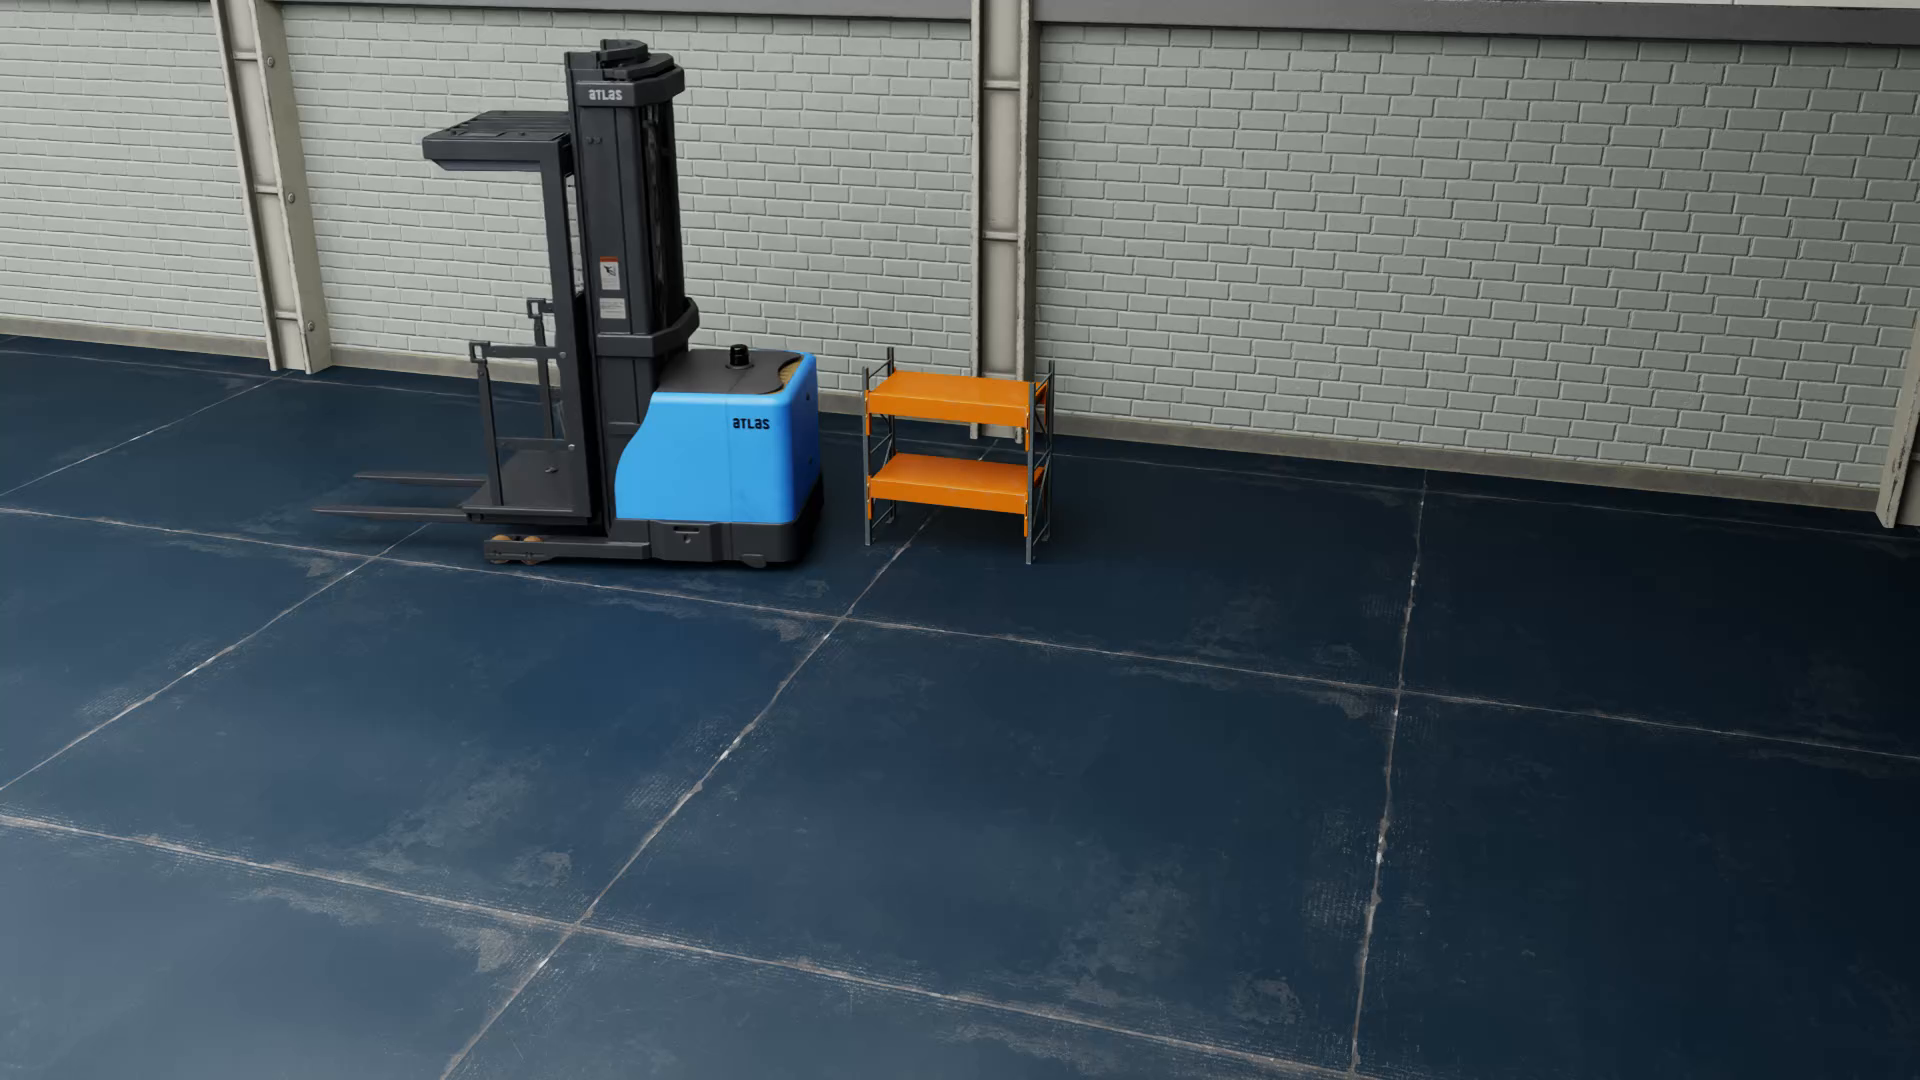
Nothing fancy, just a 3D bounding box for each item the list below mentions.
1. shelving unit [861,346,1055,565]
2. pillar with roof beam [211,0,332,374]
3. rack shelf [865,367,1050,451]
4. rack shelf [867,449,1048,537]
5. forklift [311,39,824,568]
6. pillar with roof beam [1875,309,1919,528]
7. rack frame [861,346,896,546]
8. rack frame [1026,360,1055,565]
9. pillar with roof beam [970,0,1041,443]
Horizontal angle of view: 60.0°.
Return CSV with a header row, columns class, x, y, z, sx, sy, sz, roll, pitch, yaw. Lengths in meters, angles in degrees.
class,x,y,z,sx,sy,sz,roll,pitch,yaw
shelving unit,-0.006,-0.521,10.058,1.048,1.125,0.538,7,23,16
pillar with roof beam,-6.681,-4.029,8.236,0.400,9.000,9.100,7,23,16
rack shelf,-0.006,-0.792,9.947,1.000,0.278,0.538,7,23,16
rack shelf,-0.006,-0.295,10.151,1.000,0.278,0.538,7,23,16
forklift,-2.419,-1.405,9.833,3.031,2.935,1.130,2,22,5
pillar with roof beam,4.807,-2.714,5.029,0.400,9.000,9.100,7,23,16
rack frame,-0.493,-0.577,10.194,0.032,1.125,0.500,7,23,16
rack frame,0.480,-0.465,9.922,0.032,1.125,0.500,7,23,16
pillar with roof beam,-0.937,-3.372,6.632,0.400,9.000,9.100,7,23,16
